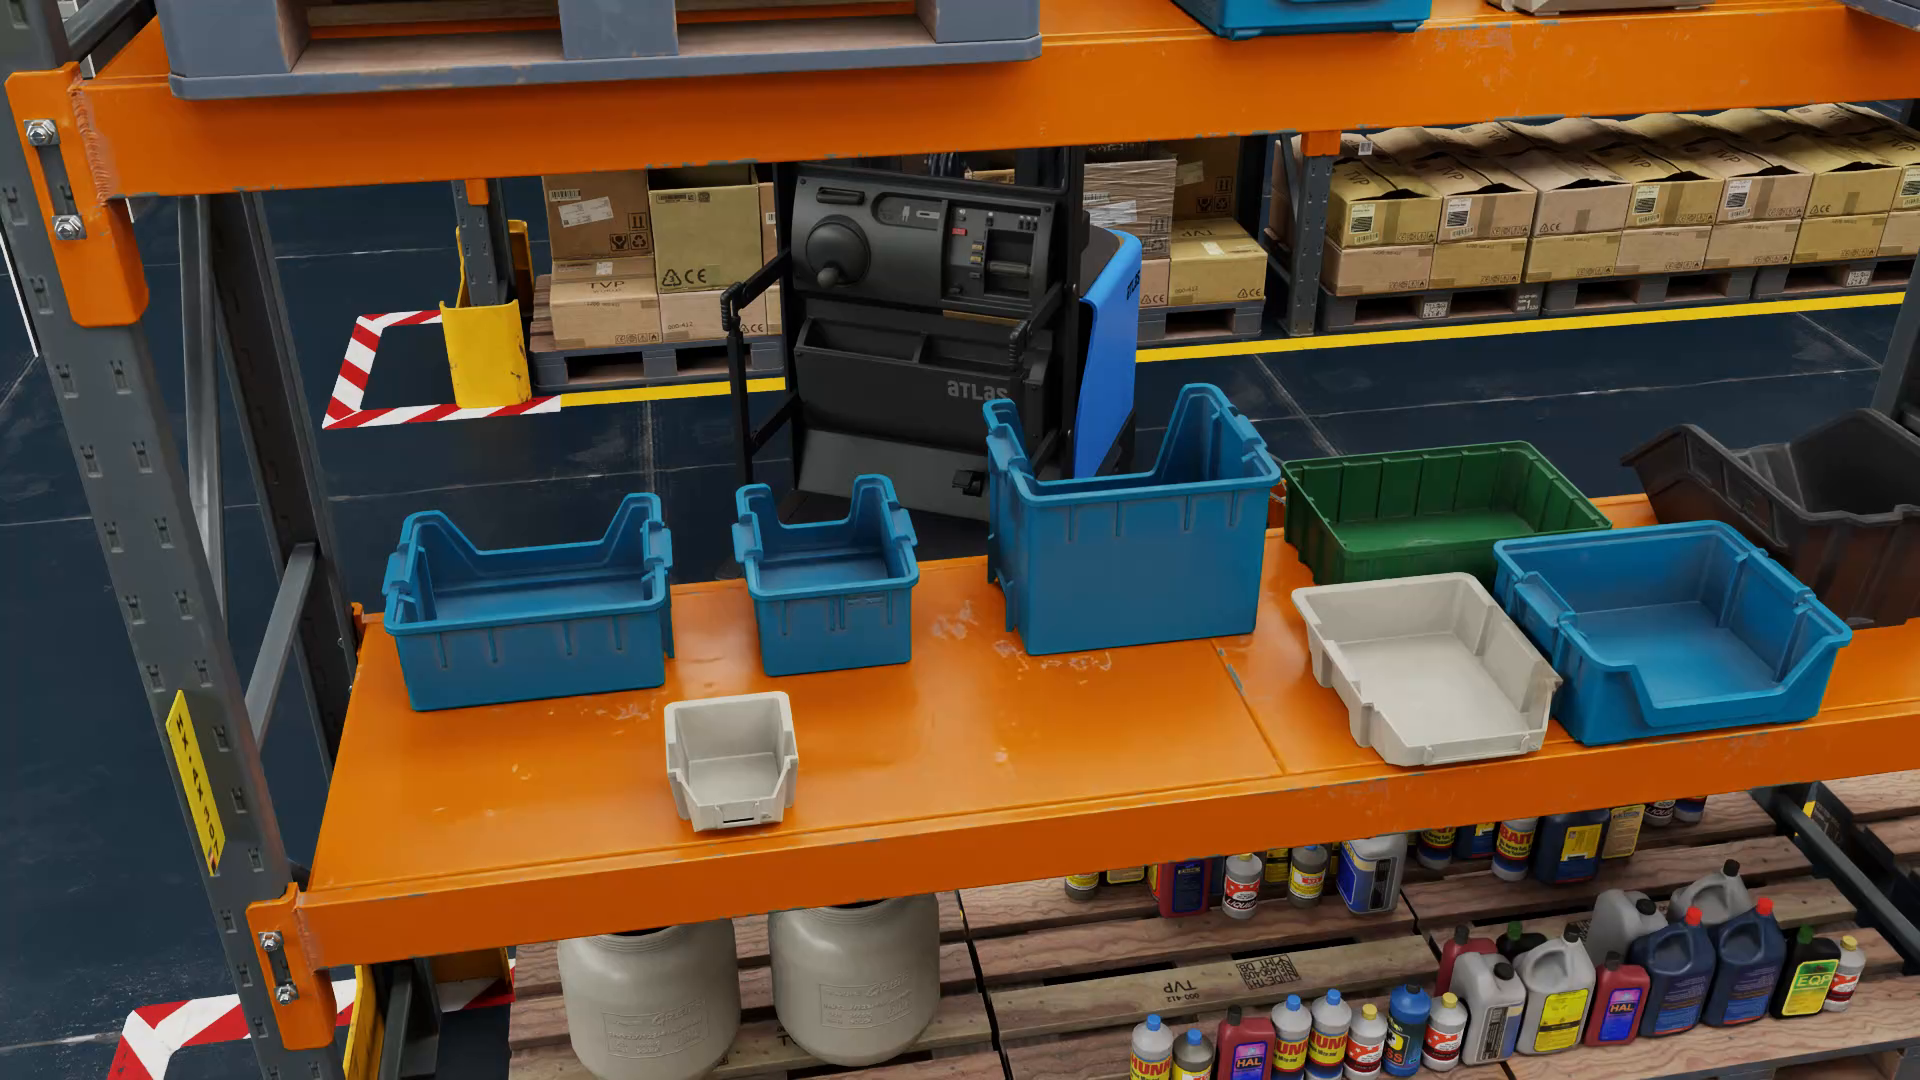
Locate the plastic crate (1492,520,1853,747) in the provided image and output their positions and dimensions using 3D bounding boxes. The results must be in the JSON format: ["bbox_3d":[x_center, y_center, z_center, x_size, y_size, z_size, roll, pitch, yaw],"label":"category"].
[{"bbox_3d":[1.508,0.193,3.608,0.616,0.251,0.499,-5,31,-9],"label":"plastic crate"}]

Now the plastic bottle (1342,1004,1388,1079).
[{"bbox_3d":[0.986,1.215,4.051,0.097,0.201,0.097,0,30,0],"label":"plastic bottle"}]

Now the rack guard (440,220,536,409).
[{"bbox_3d":[-2.299,-1.132,8.182,0.348,0.500,1.175,-5,31,-9],"label":"rack guard"}]

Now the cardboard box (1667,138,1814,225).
[{"bbox_3d":[4.116,-1.914,8.790,0.500,0.311,0.500,-5,31,-9],"label":"cardboard box"}]

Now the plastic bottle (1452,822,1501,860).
[{"bbox_3d":[1.494,0.729,4.730,0.185,0.351,0.144,-7,31,-11],"label":"plastic bottle"}]

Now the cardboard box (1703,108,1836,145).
[{"bbox_3d":[4.511,-2.226,9.322,0.500,0.311,0.500,-6,31,-10],"label":"cardboard box"}]

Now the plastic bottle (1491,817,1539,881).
[{"bbox_3d":[1.558,0.820,4.654,0.097,0.271,0.097,0,30,0],"label":"plastic bottle"}]

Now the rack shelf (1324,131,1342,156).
[{"bbox_3d":[3.627,-2.450,8.666,4.000,0.370,1.077,-5,31,-9],"label":"rack shelf"}]

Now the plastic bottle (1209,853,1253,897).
[{"bbox_3d":[0.730,0.834,4.625,0.135,0.276,0.152,-6,31,-10],"label":"plastic bottle"}]

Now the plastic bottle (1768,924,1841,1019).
[{"bbox_3d":[2.134,1.083,4.195,0.133,0.283,0.061,-4,31,-6],"label":"plastic bottle"}]

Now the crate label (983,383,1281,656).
[{"bbox_3d":[0.375,-0.060,3.858,0.616,0.435,0.502,-5,31,-9],"label":"crate label"}]

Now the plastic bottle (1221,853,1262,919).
[{"bbox_3d":[0.771,0.927,4.541,0.097,0.201,0.097,0,30,0],"label":"plastic bottle"}]

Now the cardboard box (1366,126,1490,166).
[{"bbox_3d":[2.517,-2.045,9.014,0.500,0.311,0.500,-4,31,-8],"label":"cardboard box"}]

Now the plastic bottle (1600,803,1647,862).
[{"bbox_3d":[1.862,0.781,4.708,0.133,0.283,0.061,-5,31,-9],"label":"plastic bottle"}]

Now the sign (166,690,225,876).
[{"bbox_3d":[-1.292,0.414,2.814,0.005,0.325,0.100,-5,31,-9],"label":"sign"}]

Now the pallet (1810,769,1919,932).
[{"bbox_3d":[3.313,1.004,4.834,1.213,0.211,1.003,-5,31,-9],"label":"pallet"}]

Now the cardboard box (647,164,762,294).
[{"bbox_3d":[-1.216,-1.515,7.927,0.500,0.500,0.500,-5,31,-9],"label":"cardboard box"}]

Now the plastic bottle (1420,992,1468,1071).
[{"bbox_3d":[1.188,1.196,4.083,0.097,0.201,0.097,0,30,0],"label":"plastic bottle"}]

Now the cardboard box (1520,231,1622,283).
[{"bbox_3d":[3.113,-1.581,8.777,0.500,0.250,0.500,-6,31,-10],"label":"cardboard box"}]

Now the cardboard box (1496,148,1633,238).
[{"bbox_3d":[3.113,-1.819,8.629,0.500,0.311,0.500,-6,31,-11],"label":"cardboard box"}]

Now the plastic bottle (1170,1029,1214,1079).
[{"bbox_3d":[0.555,1.255,3.983,0.097,0.201,0.097,0,30,0],"label":"plastic bottle"}]

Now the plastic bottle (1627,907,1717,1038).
[{"bbox_3d":[1.778,1.065,4.158,0.185,0.351,0.144,-7,31,-11],"label":"plastic bottle"}]

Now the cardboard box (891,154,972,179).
[{"bbox_3d":[-0.232,-1.605,8.078,0.500,0.500,0.500,-5,31,-9],"label":"cardboard box"}]

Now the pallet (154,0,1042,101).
[{"bbox_3d":[-0.555,-0.980,2.685,1.213,0.211,1.003,-5,31,-9],"label":"pallet"}]

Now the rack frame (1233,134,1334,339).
[{"bbox_3d":[1.660,-2.577,8.173,0.127,3.000,1.000,-5,31,-9],"label":"rack frame"}]

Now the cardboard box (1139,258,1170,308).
[{"bbox_3d":[0.749,-1.381,8.437,0.500,0.250,0.500,-5,31,-9],"label":"cardboard box"}]

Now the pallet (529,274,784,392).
[{"bbox_3d":[-1.530,-1.101,8.413,1.213,0.211,1.003,-5,31,-9],"label":"pallet"}]

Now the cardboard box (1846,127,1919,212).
[{"bbox_3d":[5.123,-2.009,8.953,0.500,0.311,0.500,-5,31,-8],"label":"cardboard box"}]

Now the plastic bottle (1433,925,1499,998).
[{"bbox_3d":[1.280,1.084,4.194,0.133,0.283,0.061,-5,31,-9],"label":"plastic bottle"}]

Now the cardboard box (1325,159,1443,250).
[{"bbox_3d":[2.111,-1.728,8.475,0.500,0.311,0.500,-5,31,-9],"label":"cardboard box"}]

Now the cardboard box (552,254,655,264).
[{"bbox_3d":[-1.801,-1.404,8.477,0.500,0.250,0.500,-5,31,-9],"label":"cardboard box"}]

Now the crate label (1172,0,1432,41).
[{"bbox_3d":[0.514,-0.977,2.639,0.408,0.251,0.502,-5,31,-9],"label":"crate label"}]

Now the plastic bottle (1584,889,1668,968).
[{"bbox_3d":[1.726,1.026,4.299,0.135,0.276,0.152,-5,31,-9],"label":"plastic bottle"}]

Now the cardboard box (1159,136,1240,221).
[{"bbox_3d":[1.147,-2.010,8.767,0.500,0.500,0.500,-5,31,-9],"label":"cardboard box"}]

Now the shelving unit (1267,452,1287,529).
[{"bbox_3d":[1.441,-0.054,6.649,0.258,0.189,1.200,-18,35,-27],"label":"shelving unit"}]

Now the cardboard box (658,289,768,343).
[{"bbox_3d":[-1.216,-1.193,8.118,0.500,0.250,0.500,-5,31,-9],"label":"cardboard box"}]

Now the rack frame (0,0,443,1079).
[{"bbox_3d":[-1.387,0.258,3.352,0.127,3.000,1.000,-5,31,-9],"label":"rack frame"}]

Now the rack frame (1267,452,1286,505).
[{"bbox_3d":[1.441,-0.133,6.602,0.240,0.006,1.200,-18,35,-27],"label":"rack frame"}]

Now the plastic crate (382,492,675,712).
[{"bbox_3d":[-0.948,0.127,3.721,0.616,0.251,0.499,-5,31,-9],"label":"plastic crate"}]

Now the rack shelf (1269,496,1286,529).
[{"bbox_3d":[1.354,-0.126,6.769,0.258,0.180,0.103,-18,35,-27],"label":"rack shelf"}]

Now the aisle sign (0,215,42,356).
[{"bbox_3d":[-1.405,-0.710,2.433,0.004,0.787,0.394,-5,31,-9],"label":"aisle sign"}]

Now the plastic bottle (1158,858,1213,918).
[{"bbox_3d":[0.614,0.897,4.511,0.133,0.283,0.061,-5,31,-9],"label":"plastic bottle"}]

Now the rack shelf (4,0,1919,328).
[{"bbox_3d":[0.581,-0.907,3.084,4.000,0.370,1.077,-5,31,-9],"label":"rack shelf"}]

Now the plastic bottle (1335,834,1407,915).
[{"bbox_3d":[1.127,0.872,4.561,0.135,0.276,0.152,-5,31,-9],"label":"plastic bottle"}]

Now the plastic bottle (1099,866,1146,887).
[{"bbox_3d":[0.453,0.833,4.619,0.133,0.283,0.061,-5,31,-8],"label":"plastic bottle"}]

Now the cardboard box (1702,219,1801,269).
[{"bbox_3d":[4.119,-1.675,8.938,0.500,0.250,0.500,-5,31,-8],"label":"cardboard box"}]

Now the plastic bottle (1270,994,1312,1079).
[{"bbox_3d":[0.790,1.203,4.002,0.097,0.271,0.097,0,30,0],"label":"plastic bottle"}]

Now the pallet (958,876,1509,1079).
[{"bbox_3d":[0.677,1.249,4.418,1.213,0.211,1.003,-5,31,-9],"label":"pallet"}]

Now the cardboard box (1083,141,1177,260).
[{"bbox_3d":[0.749,-1.705,8.249,0.500,0.500,0.500,-5,31,-9],"label":"cardboard box"}]

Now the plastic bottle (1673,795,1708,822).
[{"bbox_3d":[2.156,0.690,4.875,0.097,0.271,0.097,0,30,0],"label":"plastic bottle"}]

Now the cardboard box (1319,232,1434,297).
[{"bbox_3d":[2.101,-1.486,8.616,0.500,0.250,0.500,-6,31,-10],"label":"cardboard box"}]

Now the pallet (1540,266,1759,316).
[{"bbox_3d":[3.580,-1.575,9.220,1.213,0.211,1.003,-5,31,-9],"label":"pallet"}]

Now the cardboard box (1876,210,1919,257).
[{"bbox_3d":[5.120,-1.768,9.096,0.500,0.250,0.500,-5,31,-8],"label":"cardboard box"}]

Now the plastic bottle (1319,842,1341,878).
[{"bbox_3d":[1.075,0.768,4.664,0.185,0.351,0.144,-6,31,-9],"label":"plastic bottle"}]

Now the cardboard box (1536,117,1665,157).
[{"bbox_3d":[3.503,-2.133,9.164,0.500,0.311,0.500,-6,31,-10],"label":"cardboard box"}]

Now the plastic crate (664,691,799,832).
[{"bbox_3d":[-0.448,0.451,3.285,0.250,0.136,0.298,-5,31,-9],"label":"plastic crate"}]

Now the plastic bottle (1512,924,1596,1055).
[{"bbox_3d":[1.460,1.095,4.108,0.185,0.351,0.144,-5,31,-9],"label":"plastic bottle"}]

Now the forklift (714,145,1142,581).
[{"bbox_3d":[-0.201,-0.964,5.498,1.130,2.935,3.031,10,32,16],"label":"forklift"}]

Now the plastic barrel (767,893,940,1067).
[{"bbox_3d":[-0.260,1.006,4.121,0.421,0.512,0.421,0,30,0],"label":"plastic barrel"}]
